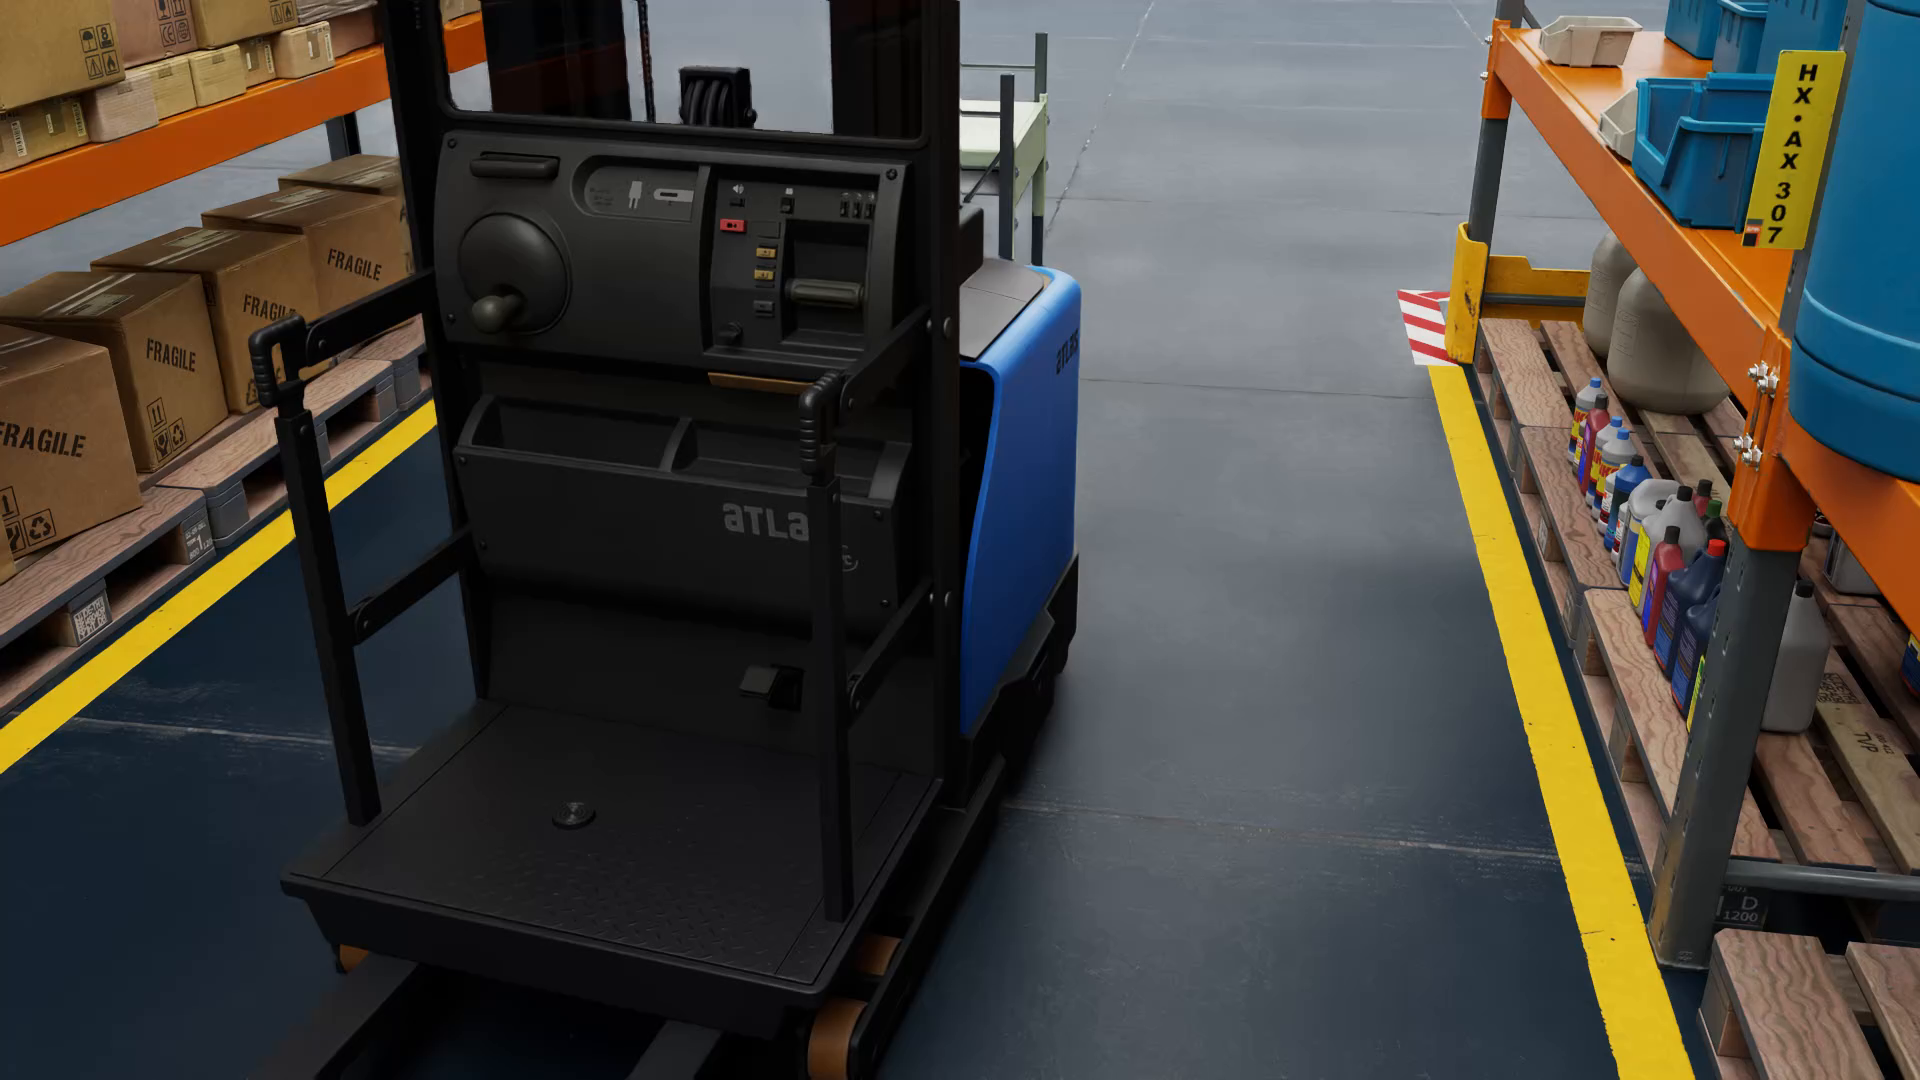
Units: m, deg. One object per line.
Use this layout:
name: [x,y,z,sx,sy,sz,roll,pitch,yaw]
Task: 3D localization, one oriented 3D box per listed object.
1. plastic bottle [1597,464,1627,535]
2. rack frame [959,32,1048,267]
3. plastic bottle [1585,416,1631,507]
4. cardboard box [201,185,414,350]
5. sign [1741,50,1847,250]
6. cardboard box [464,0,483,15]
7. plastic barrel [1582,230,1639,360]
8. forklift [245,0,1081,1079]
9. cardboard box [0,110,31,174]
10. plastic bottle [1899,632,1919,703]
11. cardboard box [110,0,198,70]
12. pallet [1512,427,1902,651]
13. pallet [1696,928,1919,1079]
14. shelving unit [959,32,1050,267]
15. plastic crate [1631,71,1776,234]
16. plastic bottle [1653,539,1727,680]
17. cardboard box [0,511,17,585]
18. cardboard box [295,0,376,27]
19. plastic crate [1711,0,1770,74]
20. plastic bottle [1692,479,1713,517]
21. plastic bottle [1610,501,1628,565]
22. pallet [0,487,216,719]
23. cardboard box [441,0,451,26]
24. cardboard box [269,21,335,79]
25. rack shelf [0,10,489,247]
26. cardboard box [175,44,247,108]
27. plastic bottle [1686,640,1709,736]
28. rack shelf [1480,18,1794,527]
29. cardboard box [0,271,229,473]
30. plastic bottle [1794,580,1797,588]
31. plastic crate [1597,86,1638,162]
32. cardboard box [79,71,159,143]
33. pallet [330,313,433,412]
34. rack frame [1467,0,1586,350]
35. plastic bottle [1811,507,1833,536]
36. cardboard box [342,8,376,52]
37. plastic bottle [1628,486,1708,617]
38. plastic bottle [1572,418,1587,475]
plastic bottle: [1.885,-0.118,4.746,0.097,0.201,0.097,0,25,0]
rack frame: [0.061,-0.835,5.265,0.400,1.500,0.023,4,25,9]
plastic bottle: [1.918,-0.233,4.909,0.097,0.271,0.097,0,25,0]
cardboard box: [-2.491,-1.038,6.383,0.500,0.500,0.500,11,27,22]
sign: [1.383,-0.644,2.762,0.100,0.325,0.005,4,25,9]
cardboard box: [-2.152,-2.245,6.805,0.380,0.149,0.250,4,25,9]
plastic barrel: [2.545,-0.932,6.143,0.421,0.512,0.421,0,25,0]
forklift: [-0.609,-0.504,2.869,1.130,2.935,3.031,8,26,16]
cardboard box: [-2.564,-0.985,4.112,0.380,0.149,0.250,4,25,9]
plastic bottle: [2.323,0.205,3.879,0.144,0.351,0.185,4,25,9]
cardboard box: [-2.729,-1.606,4.675,0.875,0.500,0.500,4,25,9]
pallet: [2.272,-0.003,5.008,1.003,0.211,1.213,4,25,9]
pallet: [1.834,1.118,2.613,1.003,0.211,1.213,4,25,9]
shelving unit: [0.001,-0.682,4.938,0.431,1.500,0.755,4,25,9]
plastic crate: [1.837,-0.891,3.790,0.499,0.251,0.616,4,25,9]
plastic bottle: [1.776,0.154,3.987,0.144,0.351,0.185,3,25,6]
cardboard box: [-2.858,-0.042,4.255,0.500,0.500,0.500,3,25,7]
cardboard box: [-2.514,-2.021,5.560,0.875,0.500,0.500,4,25,9]
plastic crate: [2.679,-1.581,5.264,0.499,0.251,0.408,4,25,9]
plastic bottle: [1.964,-0.011,4.420,0.061,0.283,0.133,4,25,9]
plastic bottle: [1.851,-0.032,4.562,0.097,0.201,0.097,0,25,0]
pallet: [-2.888,0.160,4.659,1.003,0.211,1.213,4,25,9]
cardboard box: [-2.183,-2.033,6.350,0.380,0.149,0.250,4,25,9]
cardboard box: [-2.293,-1.611,5.449,0.380,0.149,0.250,4,25,9]
rack shelf: [-2.636,-1.330,5.402,1.077,0.370,4.000,4,25,9]
cardboard box: [-2.399,-1.403,5.006,0.380,0.149,0.250,4,25,9]
plastic bottle: [1.677,0.331,3.691,0.061,0.283,0.133,5,26,11]
rack shelf: [2.250,-0.987,4.669,1.077,0.370,4.000,4,25,9]
cardboard box: [-2.748,-0.547,5.334,0.500,0.500,0.500,2,25,4]
plastic bottle: [1.926,0.188,4.004,0.152,0.276,0.135,4,25,9]
plastic crate: [1.939,-1.054,4.274,0.530,0.136,0.437,4,25,9]
cardboard box: [-2.451,-1.192,4.554,0.380,0.149,0.250,4,25,9]
pallet: [-2.489,-0.860,6.839,1.003,0.211,1.213,4,25,9]
rack frame: [2.577,-2.149,6.304,1.000,3.000,0.127,4,25,9]
plastic bottle: [2.493,-0.122,4.754,0.097,0.201,0.097,0,25,0]
cardboard box: [-2.321,-1.827,5.912,0.380,0.149,0.250,4,25,9]
plastic bottle: [1.829,0.019,4.276,0.144,0.351,0.185,4,25,8]
plastic bottle: [1.957,-0.301,5.137,0.097,0.201,0.097,0,25,0]
